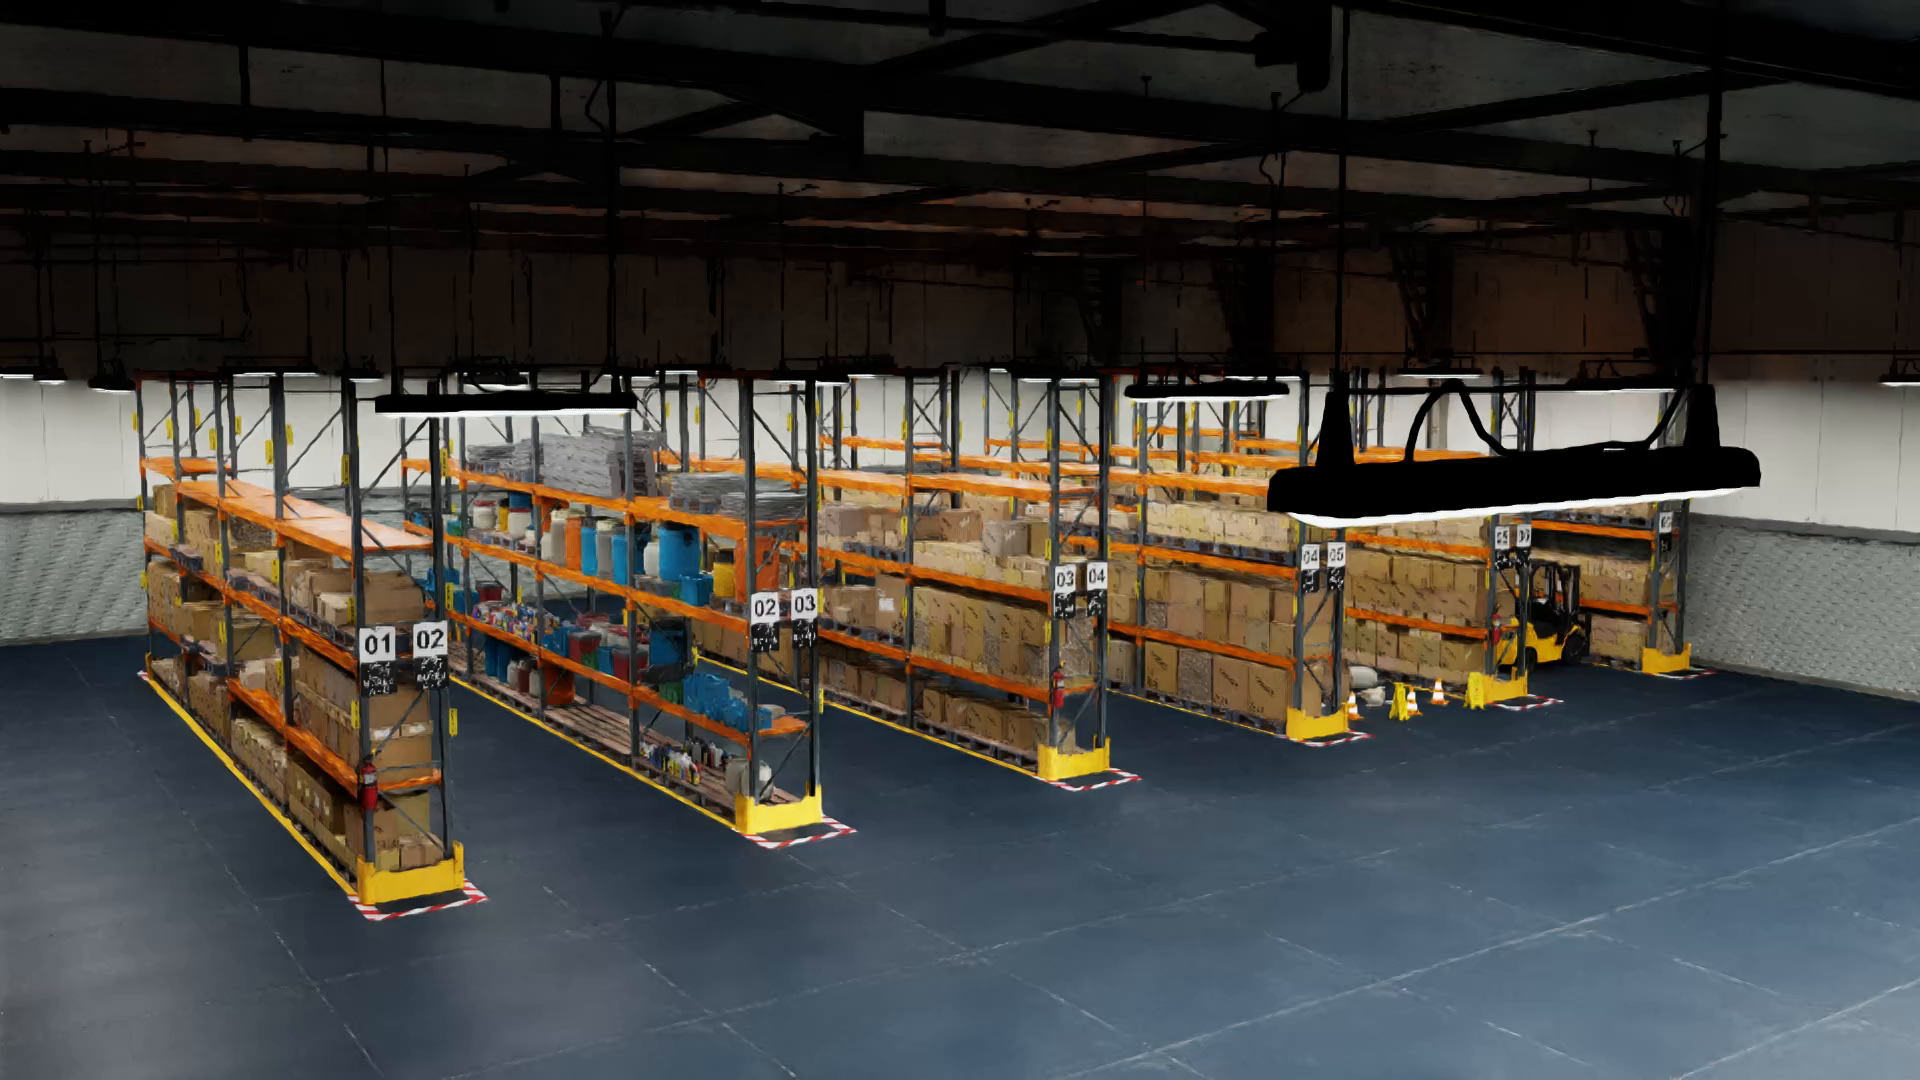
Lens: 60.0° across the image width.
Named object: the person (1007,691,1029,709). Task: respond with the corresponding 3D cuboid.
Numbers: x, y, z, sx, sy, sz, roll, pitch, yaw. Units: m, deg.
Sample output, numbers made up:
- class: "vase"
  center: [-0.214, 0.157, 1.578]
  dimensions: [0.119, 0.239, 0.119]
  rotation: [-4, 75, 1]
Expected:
- class: "person"
  center: [0.964, 2.167, 29.262]
  dimensions: [0.499, 1.716, 0.578]
  rotation: [0, 6, -3]
